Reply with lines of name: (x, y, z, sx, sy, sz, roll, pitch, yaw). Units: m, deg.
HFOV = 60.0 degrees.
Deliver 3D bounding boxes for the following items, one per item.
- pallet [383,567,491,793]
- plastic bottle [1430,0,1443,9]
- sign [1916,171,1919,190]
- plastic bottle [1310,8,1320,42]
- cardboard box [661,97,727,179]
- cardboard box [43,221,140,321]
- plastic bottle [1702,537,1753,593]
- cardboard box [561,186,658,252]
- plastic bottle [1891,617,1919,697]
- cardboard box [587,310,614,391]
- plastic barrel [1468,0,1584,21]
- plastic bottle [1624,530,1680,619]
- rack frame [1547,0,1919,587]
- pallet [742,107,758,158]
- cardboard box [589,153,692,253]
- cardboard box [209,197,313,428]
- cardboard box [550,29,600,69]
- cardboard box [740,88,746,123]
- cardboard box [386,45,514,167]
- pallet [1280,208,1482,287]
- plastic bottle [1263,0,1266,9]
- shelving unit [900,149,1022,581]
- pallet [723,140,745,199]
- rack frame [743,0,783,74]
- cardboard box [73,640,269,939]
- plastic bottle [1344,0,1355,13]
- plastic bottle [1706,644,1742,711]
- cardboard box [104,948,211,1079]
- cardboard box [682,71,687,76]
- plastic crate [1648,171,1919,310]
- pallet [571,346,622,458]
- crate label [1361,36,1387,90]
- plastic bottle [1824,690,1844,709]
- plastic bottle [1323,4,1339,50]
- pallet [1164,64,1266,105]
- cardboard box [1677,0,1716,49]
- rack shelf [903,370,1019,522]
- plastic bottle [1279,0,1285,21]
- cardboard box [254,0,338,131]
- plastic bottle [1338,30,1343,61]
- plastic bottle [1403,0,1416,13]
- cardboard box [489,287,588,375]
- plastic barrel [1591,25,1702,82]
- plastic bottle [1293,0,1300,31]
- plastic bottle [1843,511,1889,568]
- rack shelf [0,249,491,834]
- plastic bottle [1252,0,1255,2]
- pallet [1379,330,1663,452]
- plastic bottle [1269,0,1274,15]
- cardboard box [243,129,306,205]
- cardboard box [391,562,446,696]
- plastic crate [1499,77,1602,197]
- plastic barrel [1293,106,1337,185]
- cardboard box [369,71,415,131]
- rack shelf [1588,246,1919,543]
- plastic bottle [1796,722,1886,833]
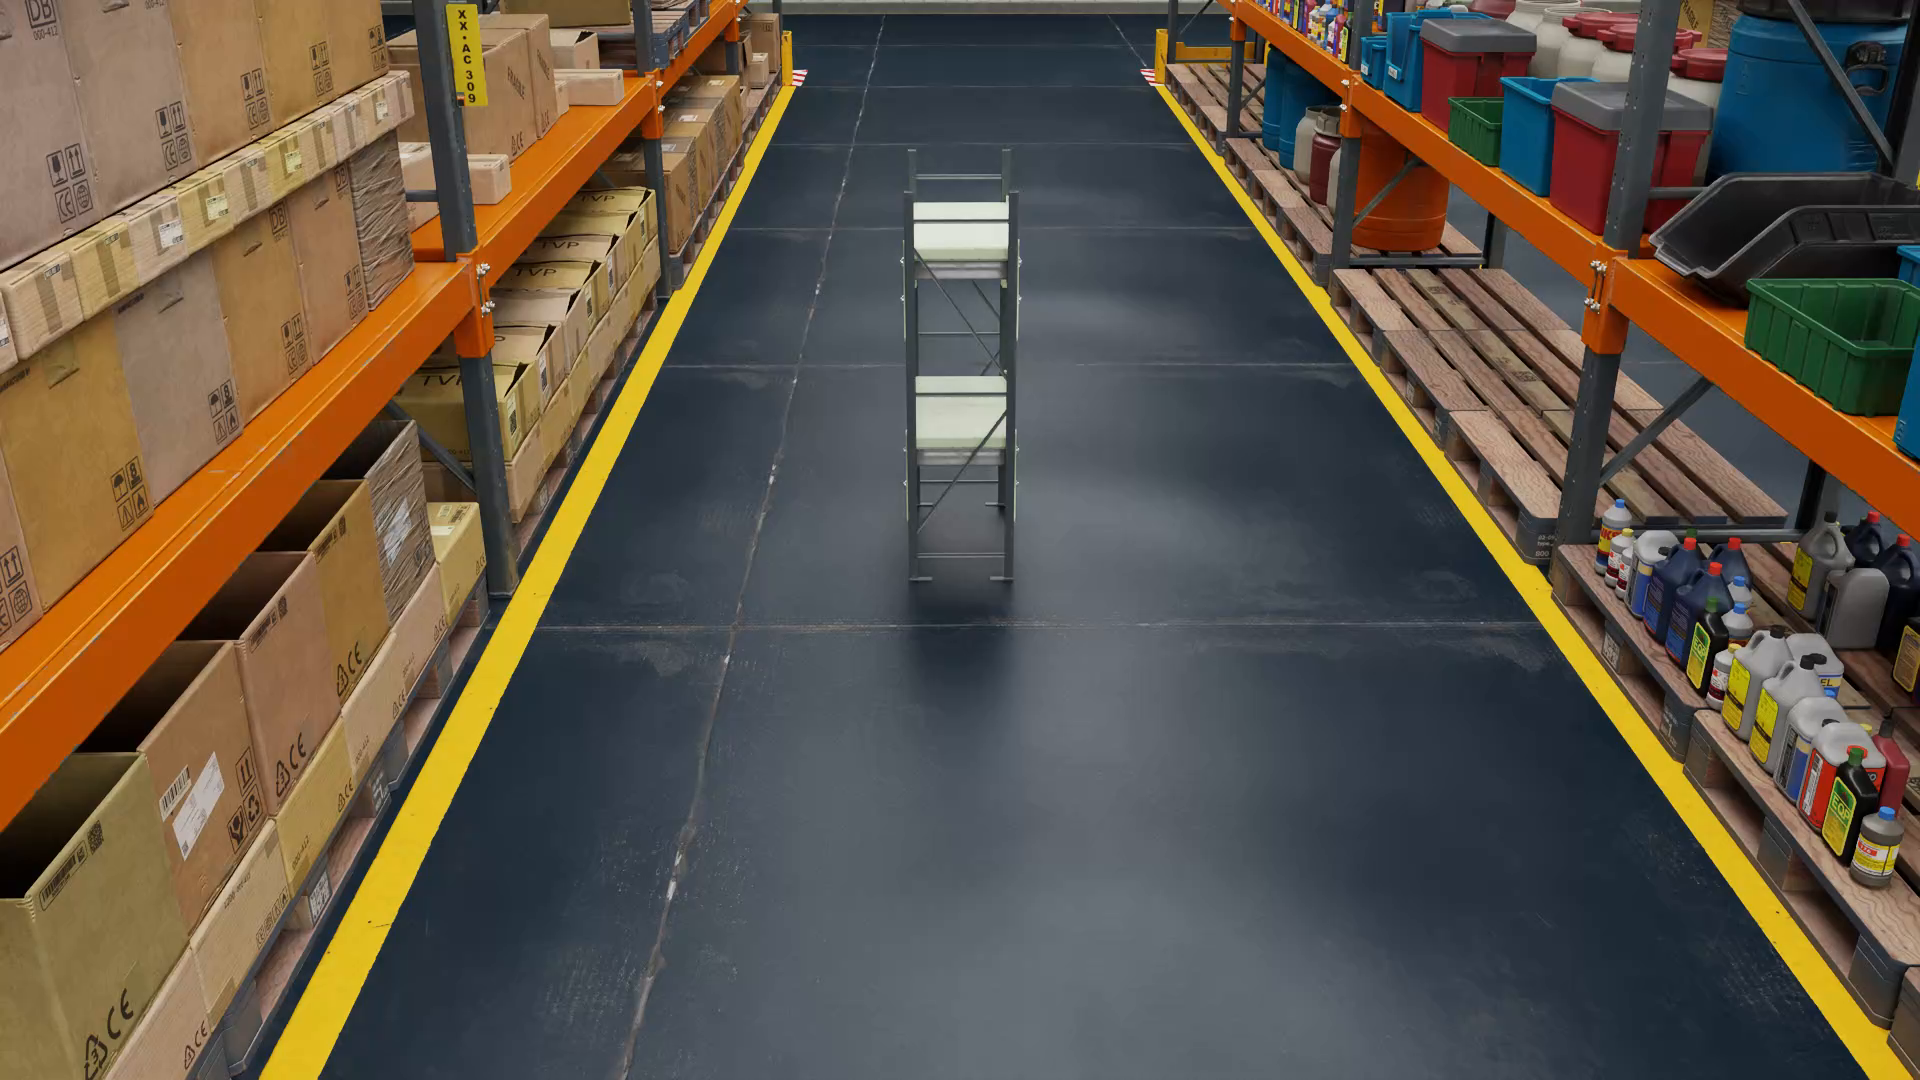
pallet: (-2.221, 0.428, 5.548, 1.003, 0.211, 1.213, 0, 24, -1)
plastic bottle: (3.057, -3.349, 10.672, 0.097, 0.271, 0.097, 0, 24, 0)
sign: (3.315, -1.316, 5.683, 0.100, 0.325, 0.005, 0, 24, -1)
plastic bottle: (2.298, -3.297, 10.642, 0.097, 0.201, 0.097, 0, 24, 0)
cardboard box: (-1.981, -2.916, 12.058, 0.500, 0.500, 0.500, 0, 24, 0)
cardboard box: (-1.950, -0.557, 3.433, 0.380, 0.149, 0.250, -1, 24, -1)
plastic bottle: (2.503, 0.149, 5.462, 0.144, 0.351, 0.185, 0, 24, -1)
cardboard box: (-1.980, -1.798, 9.233, 0.500, 0.311, 0.500, 0, 24, 1)
plastic bottle: (2.964, 0.333, 5.136, 0.061, 0.283, 0.133, 0, 24, -1)
cardboard box: (-1.962, -0.910, 7.950, 0.500, 0.250, 0.500, 0, 24, 0)
plastic barrel: (3.029, -2.712, 8.941, 0.600, 0.536, 0.708, 0, 24, -1)
plastic bottle: (2.361, 0.115, 5.626, 0.152, 0.276, 0.135, 1, 24, 1)
rack frame: (2.765, -1.191, 5.744, 1.000, 3.000, 0.127, 0, 24, -1)
pallet: (-2.282, -3.480, 14.188, 1.003, 0.211, 1.213, 0, 24, -1)
cardboard box: (-1.951, -2.069, 10.185, 0.500, 0.500, 0.500, 1, 24, 2)
cardboard box: (-2.163, -0.609, 4.336, 0.700, 0.500, 0.500, 0, 24, 0)
cardboard box: (-2.272, -2.628, 9.030, 0.500, 0.311, 0.500, 1, 24, 3)
cardboard box: (-2.064, -3.617, 13.835, 0.500, 0.311, 0.500, 0, 24, -1)
cardboard box: (-2.186, -1.750, 6.858, 0.500, 0.500, 0.500, 1, 24, 3)
pallet: (2.671, -1.894, 10.681, 1.003, 0.211, 1.213, 0, 24, -1)
plastic bottle: (2.280, -4.038, 12.195, 0.097, 0.271, 0.097, 0, 24, 0)
shelving unit: (0.000, -0.681, 6.435, 0.431, 1.500, 0.755, 0, 24, -1)
pallet: (-2.229, -2.862, 12.821, 1.003, 0.211, 1.213, 0, 24, -1)
rack frame: (-2.319, -6.116, 16.632, 1.000, 3.000, 0.127, 0, 24, -1)
cardboard box: (-1.954, 0.563, 3.782, 0.500, 0.500, 0.500, 0, 24, -1)
plastic bottle: (2.873, -4.011, 12.039, 0.144, 0.351, 0.185, 0, 24, -1)
plastic bottle: (2.341, 0.412, 5.061, 0.097, 0.201, 0.097, 0, 24, 0)
cardboard box: (-1.937, 1.111, 3.481, 0.500, 0.250, 0.500, 0, 24, -1)
cardboard box: (-2.565, -3.762, 13.928, 0.500, 0.500, 0.500, 0, 24, -1)
plastic crate: (2.643, -0.947, 5.279, 0.767, 0.338, 0.504, 0, 24, -1)
pallet: (-2.251, -0.708, 8.058, 1.003, 0.211, 1.213, 0, 24, -1)
crate label: (2.351, -2.588, 9.036, 0.303, 0.233, 0.416, 0, 24, -1)
plastic bottle: (2.488, 0.529, 4.803, 0.097, 0.201, 0.097, 0, 24, 0)
plastic bottle: (2.303, -3.169, 10.273, 0.097, 0.271, 0.097, 0, 24, 0)
pallet: (2.604, -4.526, 16.500, 1.003, 0.211, 1.213, 0, 24, -1)
cardboard box: (7.674, -5.118, 16.496, 0.875, 0.875, 0.875, 0, 24, -1)
rack shelf: (0.000, -0.384, 6.569, 0.431, 0.370, 0.720, 0, 24, -1)
plastic bottle: (2.314, -3.762, 11.578, 0.152, 0.276, 0.135, 0, 24, -1)
cardboard box: (-2.170, -1.416, 4.546, 0.700, 0.500, 0.500, 0, 24, -1)
plastic bottle: (2.307, -2.962, 9.899, 0.097, 0.201, 0.097, 0, 24, 0)
plastic bottle: (3.025, -3.534, 11.075, 0.152, 0.276, 0.135, 0, 24, -1)
cardboard box: (-1.951, -0.956, 7.370, 0.500, 0.311, 0.500, -1, 24, -2)
plastic barrel: (2.966, -1.951, 7.259, 0.433, 0.535, 0.433, 0, 24, 0)
plastic bottle: (2.274, -3.553, 11.108, 0.061, 0.283, 0.133, 0, 24, -1)
plastic bottle: (3.060, 0.079, 5.616, 0.144, 0.351, 0.185, -1, 24, -2)
rack shelf: (-2.166, -0.019, 4.025, 1.077, 0.370, 4.000, 0, 24, -1)
plastic bottle: (2.257, -4.227, 12.597, 0.061, 0.283, 0.133, 0, 24, -1)
pallet: (2.701, -0.748, 8.148, 1.003, 0.211, 1.213, 0, 24, -1)
plastic bottle: (2.265, -3.916, 11.910, 0.061, 0.283, 0.133, 0, 24, -1)
cardboard box: (-1.962, -0.981, 4.372, 0.380, 0.149, 0.250, 0, 24, -1)
cardboard box: (-1.969, 0.287, 5.303, 0.500, 0.250, 0.500, 0, 24, -1)
plastic crate: (2.442, -1.637, 6.750, 0.392, 0.384, 0.575, 0, 24, -1)
plastic barrel: (2.591, -2.797, 11.803, 0.421, 0.512, 0.421, 0, 24, 0)
cardboard box: (-1.971, -1.401, 5.299, 0.380, 0.149, 0.250, 0, 24, -1)
rack shelf: (2.787, -0.040, 4.070, 1.077, 0.370, 4.000, 0, 24, -1)
plastic bottle: (2.375, 0.639, 4.469, 0.152, 0.276, 0.135, 0, 24, 0)
